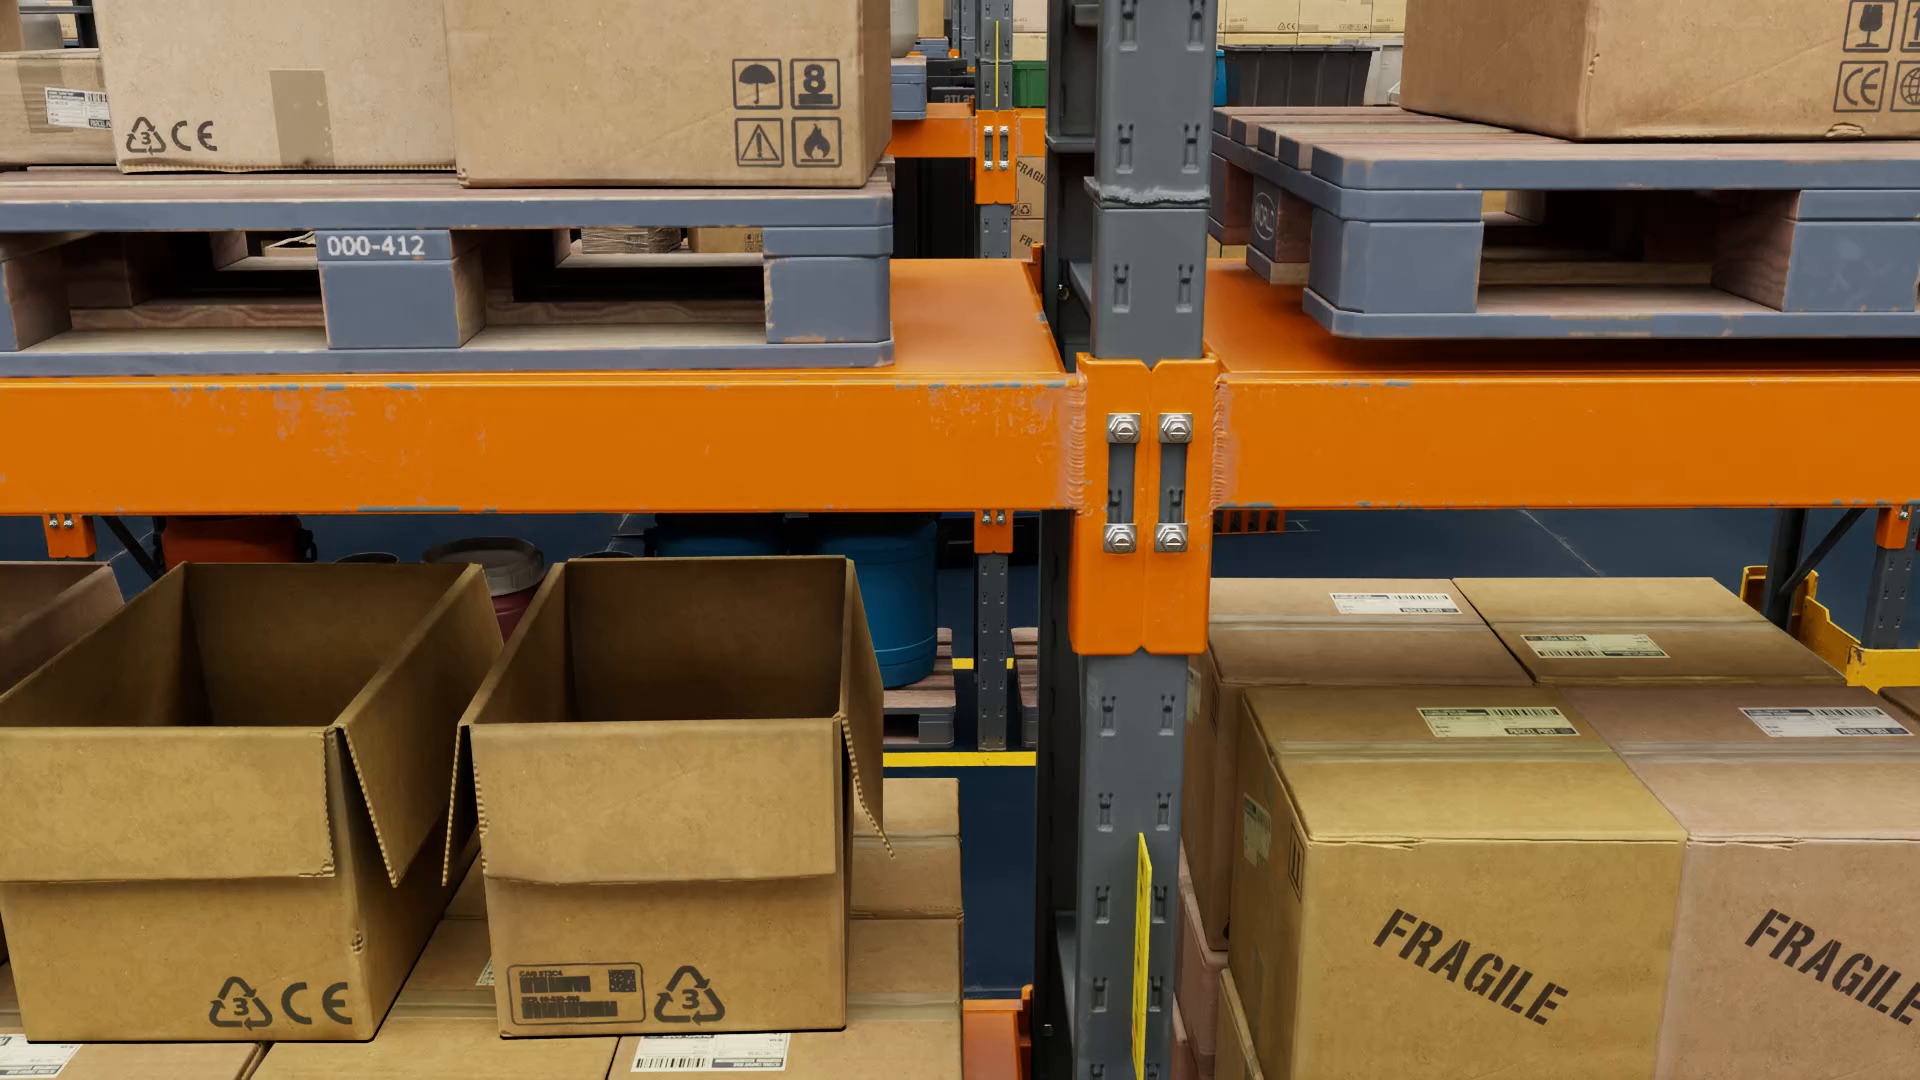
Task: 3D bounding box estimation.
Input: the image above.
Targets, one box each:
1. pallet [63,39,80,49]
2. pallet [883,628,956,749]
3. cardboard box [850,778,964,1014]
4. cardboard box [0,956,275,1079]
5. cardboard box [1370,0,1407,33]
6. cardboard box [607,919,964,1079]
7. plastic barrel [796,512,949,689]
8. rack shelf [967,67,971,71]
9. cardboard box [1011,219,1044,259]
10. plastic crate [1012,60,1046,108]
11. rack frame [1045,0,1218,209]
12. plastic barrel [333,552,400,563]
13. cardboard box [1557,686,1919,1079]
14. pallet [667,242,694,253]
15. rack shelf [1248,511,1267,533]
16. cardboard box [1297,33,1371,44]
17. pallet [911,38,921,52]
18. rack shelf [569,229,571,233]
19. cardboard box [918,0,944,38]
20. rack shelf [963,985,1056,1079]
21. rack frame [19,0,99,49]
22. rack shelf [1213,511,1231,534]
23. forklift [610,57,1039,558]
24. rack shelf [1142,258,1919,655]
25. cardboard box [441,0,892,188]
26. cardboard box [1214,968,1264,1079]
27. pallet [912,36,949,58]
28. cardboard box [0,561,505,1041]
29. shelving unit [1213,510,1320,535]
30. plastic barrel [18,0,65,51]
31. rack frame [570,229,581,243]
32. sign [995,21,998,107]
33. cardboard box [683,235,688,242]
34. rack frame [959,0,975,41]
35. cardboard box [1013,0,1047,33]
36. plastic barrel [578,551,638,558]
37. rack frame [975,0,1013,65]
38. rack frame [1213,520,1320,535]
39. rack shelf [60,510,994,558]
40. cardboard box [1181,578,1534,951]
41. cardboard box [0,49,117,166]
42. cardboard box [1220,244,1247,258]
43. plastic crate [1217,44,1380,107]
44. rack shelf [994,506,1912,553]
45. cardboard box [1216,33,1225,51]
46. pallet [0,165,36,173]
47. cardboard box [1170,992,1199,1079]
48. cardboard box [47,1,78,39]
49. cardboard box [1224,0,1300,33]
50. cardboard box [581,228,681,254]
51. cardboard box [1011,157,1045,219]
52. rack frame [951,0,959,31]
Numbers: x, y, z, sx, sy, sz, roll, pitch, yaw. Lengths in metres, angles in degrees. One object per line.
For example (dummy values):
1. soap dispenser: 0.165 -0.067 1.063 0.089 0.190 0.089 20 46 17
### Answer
1. pallet: -5.731 -3.412 11.672 1.213 0.211 1.003 1 18 2
2. pallet: -0.633 0.702 8.015 1.213 0.211 1.003 0 18 -1
3. cardboard box: -0.247 0.774 3.061 0.500 0.500 0.500 0 18 -1
4. cardboard box: -1.264 0.939 2.547 0.500 0.500 0.500 0 18 -2
5. cardboard box: 3.054 -3.661 11.567 0.500 0.250 0.500 0 18 -1
6. cardboard box: -0.246 0.934 2.563 0.500 0.500 0.500 0 18 -1
7. plastic barrel: -0.406 0.180 7.825 0.708 0.901 0.600 0 18 -1
8. rack shelf: -1.936 -3.206 11.898 4.000 0.370 1.077 0 18 -1
9. cardboard box: 0.578 -2.097 12.010 0.500 0.500 0.500 0 18 1
10. plastic crate: 0.558 -2.039 7.429 0.662 0.188 0.450 0 18 -1
11. rack frame: 0.217 -1.961 1.929 0.127 3.000 1.000 0 18 -1
12. plastic barrel: -2.809 0.349 7.933 0.421 0.512 0.421 0 18 0
13. cardboard box: 1.192 0.544 2.472 0.500 0.500 0.500 0 18 -1
14. pallet: -1.991 -2.030 12.279 1.213 0.211 1.003 0 18 -1
15. rack shelf: 1.905 -0.168 10.753 0.103 0.180 0.258 -2 18 -7
16. cardboard box: 2.554 -3.418 11.626 0.500 0.250 0.500 0 18 -1
17. pallet: -0.934 -4.961 16.503 1.217 0.209 0.805 -1 18 -3
18. rack shelf: -6.017 -3.271 17.013 4.000 0.370 1.077 0 18 -1
19. cardboard box: -0.441 -3.874 11.786 0.600 0.600 0.600 -2 18 -6
20. rack shelf: -1.783 1.248 2.925 4.000 0.370 1.077 0 18 -1
21. rack frame: -3.861 -3.454 6.584 0.127 3.000 1.000 0 18 -1
22. rack shelf: 1.667 -0.160 10.725 0.103 0.180 0.258 -2 18 -7
23. forklift: -0.624 -1.371 10.022 3.031 2.935 1.130 -2 18 -7
24. rack shelf: 2.217 -0.200 2.527 4.000 0.370 1.077 0 18 -1
25. cardboard box: -0.363 -0.774 2.289 0.500 0.500 0.700 0 18 0
26. cardboard box: 0.691 0.903 2.580 0.500 0.250 0.500 -1 18 -2
27. pallet: -0.589 -3.487 11.904 1.003 0.211 1.213 0 18 -1
28. cardboard box: -1.108 0.376 2.660 0.637 0.503 0.797 0 18 0
29. shelving unit: 1.711 -0.162 10.731 1.200 0.189 0.258 -2 18 -7
30. plastic barrel: -4.176 -2.171 7.312 0.421 0.512 0.421 0 18 0
31. rack frame: -4.017 -3.624 16.933 0.127 3.000 1.000 0 18 -1
32. sign: 0.145 -1.882 6.577 0.005 0.325 0.100 0 18 -1
33. cardboard box: -2.404 -2.766 17.090 0.750 0.750 0.750 0 18 -1
34. rack frame: 0.064 -4.987 11.360 0.127 3.000 1.000 0 18 -1
35. cardboard box: 0.554 -3.651 11.536 0.500 0.250 0.500 0 18 -1
36. plastic barrel: -1.680 0.344 7.950 0.421 0.512 0.421 0 18 0
37. rack frame: 0.139 -3.474 6.644 0.127 3.000 1.000 0 18 -1
38. rack frame: 1.710 -0.074 10.758 1.200 0.006 0.240 -2 18 -7
39. rack shelf: -1.861 -0.265 7.640 4.000 0.370 1.077 0 18 -1
40. cardboard box: 0.672 0.384 2.969 0.500 0.500 0.500 0 18 1
41. cardboard box: -1.274 -0.652 2.481 0.250 0.149 0.380 -1 18 -3
42. cardboard box: 2.099 -2.105 12.035 0.500 0.500 0.500 -1 18 -2
43. plastic crate: 1.385 -1.905 6.880 0.590 0.269 0.497 0 18 -1
44. rack shelf: 2.138 -0.284 7.701 4.000 0.370 1.077 0 18 -1
45. cardboard box: 1.554 -3.417 11.623 0.500 0.250 0.500 0 18 -1
46. pallet: -2.022 -0.449 2.435 1.213 0.211 1.003 1 18 2
47. cardboard box: 0.517 0.914 3.200 0.250 0.149 0.380 0 18 -1
48. cardboard box: -6.022 -3.639 11.627 0.500 0.250 0.500 -2 18 -6
49. cardboard box: 2.054 -3.656 11.549 0.500 0.250 0.500 0 18 -1
50. cardboard box: -2.390 -2.342 12.086 0.500 0.500 0.700 3 18 10
51. cardboard box: 0.540 -2.570 11.848 0.500 0.500 0.500 0 18 1
52. rack frame: -0.018 -6.500 16.077 0.127 3.000 1.000 0 18 -1
